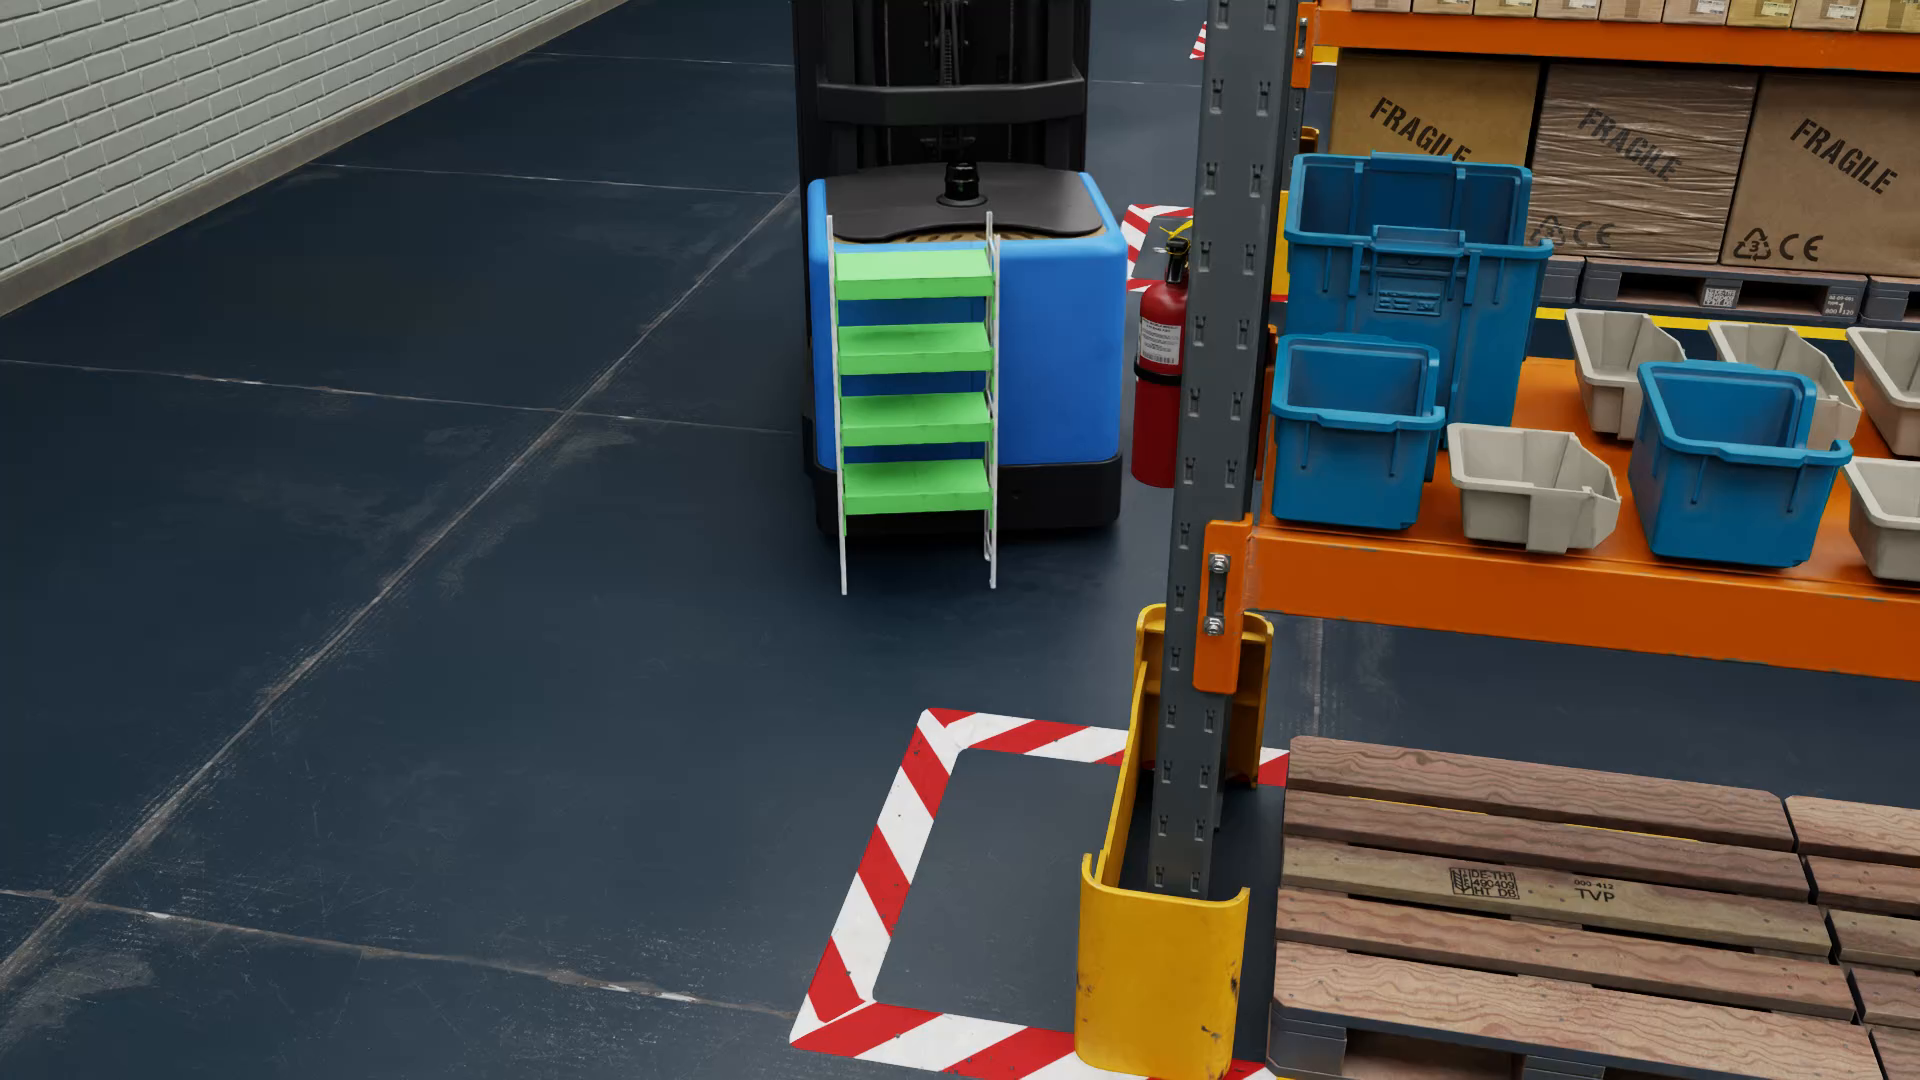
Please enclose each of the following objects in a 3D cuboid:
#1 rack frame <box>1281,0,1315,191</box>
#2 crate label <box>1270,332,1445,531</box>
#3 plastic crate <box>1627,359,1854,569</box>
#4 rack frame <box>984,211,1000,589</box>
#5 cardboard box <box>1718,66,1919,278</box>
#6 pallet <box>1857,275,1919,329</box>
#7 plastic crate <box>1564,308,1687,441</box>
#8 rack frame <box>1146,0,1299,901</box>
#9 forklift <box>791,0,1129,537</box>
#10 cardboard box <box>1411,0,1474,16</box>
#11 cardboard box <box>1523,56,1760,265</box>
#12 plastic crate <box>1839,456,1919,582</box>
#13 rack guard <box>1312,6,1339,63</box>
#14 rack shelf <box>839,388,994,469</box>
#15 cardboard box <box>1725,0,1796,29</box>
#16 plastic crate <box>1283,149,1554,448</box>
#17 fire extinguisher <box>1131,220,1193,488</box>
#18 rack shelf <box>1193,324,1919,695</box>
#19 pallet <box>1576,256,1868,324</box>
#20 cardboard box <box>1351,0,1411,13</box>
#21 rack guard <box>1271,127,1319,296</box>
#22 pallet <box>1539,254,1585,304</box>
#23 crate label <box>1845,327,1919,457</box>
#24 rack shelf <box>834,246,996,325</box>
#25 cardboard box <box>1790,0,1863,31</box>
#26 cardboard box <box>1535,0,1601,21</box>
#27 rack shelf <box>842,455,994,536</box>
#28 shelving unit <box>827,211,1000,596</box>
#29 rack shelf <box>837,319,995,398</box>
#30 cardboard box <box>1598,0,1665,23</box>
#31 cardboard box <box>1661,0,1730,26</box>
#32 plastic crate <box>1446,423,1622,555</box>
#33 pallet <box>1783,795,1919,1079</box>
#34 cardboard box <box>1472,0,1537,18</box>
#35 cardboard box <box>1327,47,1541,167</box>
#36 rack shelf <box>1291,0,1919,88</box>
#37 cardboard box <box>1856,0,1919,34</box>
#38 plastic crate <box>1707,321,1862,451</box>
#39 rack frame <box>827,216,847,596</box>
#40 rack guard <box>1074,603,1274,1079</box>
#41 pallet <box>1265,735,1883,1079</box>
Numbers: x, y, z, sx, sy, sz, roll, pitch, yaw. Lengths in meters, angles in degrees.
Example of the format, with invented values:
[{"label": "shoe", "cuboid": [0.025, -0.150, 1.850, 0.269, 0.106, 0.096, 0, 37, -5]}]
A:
[{"label": "rack frame", "cuboid": [1.592, -2.753, 7.654, 0.127, 3.000, 1.000, 6, 29, 11]}, {"label": "crate label", "cuboid": [0.730, -0.200, 3.104, 0.303, 0.233, 0.416, 6, 29, 11]}, {"label": "plastic crate", "cuboid": [1.374, -0.134, 2.983, 0.300, 0.233, 0.416, 6, 29, 11]}, {"label": "rack frame", "cuboid": [0.100, -0.422, 5.271, 0.015, 1.200, 0.240, -2, 29, -4]}, {"label": "cardboard box", "cuboid": [3.995, -1.798, 7.686, 0.875, 0.875, 0.875, 6, 29, 11]}, {"label": "pallet", "cuboid": [4.776, -1.241, 7.798, 1.213, 0.211, 1.003, 6, 29, 11]}, {"label": "plastic crate", "cuboid": [1.393, -0.341, 3.461, 0.243, 0.136, 0.396, 6, 29, 11]}, {"label": "rack frame", "cuboid": [0.558, -0.427, 3.406, 0.127, 3.000, 1.000, 6, 29, 11]}, {"label": "forklift", "cuboid": [-0.091, -1.975, 6.305, 1.130, 2.935, 3.031, -2, 29, -4]}, {"label": "cardboard box", "cuboid": [2.121, -2.427, 7.321, 0.250, 0.149, 0.380, 5, 29, 10]}, {"label": "cardboard box", "cuboid": [3.124, -1.887, 7.849, 0.875, 0.875, 0.875, 6, 29, 11]}, {"label": "plastic crate", "cuboid": [1.690, -0.019, 2.873, 0.298, 0.136, 0.250, 6, 29, 11]}, {"label": "rack guard", "cuboid": [2.801, -3.968, 12.477, 0.348, 0.500, 1.175, 6, 29, 11]}, {"label": "rack shelf", "cuboid": [-0.143, -0.356, 5.283, 0.480, 0.148, 0.258, -2, 29, -4]}, {"label": "cardboard box", "cuboid": [3.375, -2.298, 7.086, 0.250, 0.149, 0.380, 5, 29, 9]}, {"label": "plastic crate", "cuboid": [0.924, -0.523, 3.482, 0.499, 0.435, 0.616, 6, 29, 11]}, {"label": "fire extinguisher", "cuboid": [0.505, -0.458, 3.931, 0.183, 0.674, 0.296, 6, 29, 11]}, {"label": "rack shelf", "cuboid": [2.513, 0.089, 3.212, 4.000, 0.370, 1.077, 6, 29, 11]}, {"label": "pallet", "cuboid": [3.580, -1.363, 8.019, 1.213, 0.211, 1.003, 6, 29, 11]}, {"label": "cardboard box", "cuboid": [1.870, -2.452, 7.367, 0.250, 0.149, 0.380, 6, 29, 11]}, {"label": "rack guard", "cuboid": [1.568, -1.659, 8.259, 0.348, 0.500, 1.175, 6, 29, 11]}, {"label": "pallet", "cuboid": [2.390, -1.486, 8.245, 1.213, 0.211, 1.003, 6, 29, 11]}, {"label": "crate label", "cuboid": [1.951, -0.288, 3.365, 0.243, 0.136, 0.396, 6, 29, 11]}, {"label": "rack shelf", "cuboid": [-0.143, -0.777, 5.052, 0.480, 0.148, 0.258, -2, 29, -4]}, {"label": "cardboard box", "cuboid": [3.632, -2.273, 7.040, 0.250, 0.149, 0.380, 6, 29, 11]}, {"label": "cardboard box", "cuboid": [2.627, -2.376, 7.228, 0.250, 0.149, 0.380, 5, 29, 10]}, {"label": "rack shelf", "cuboid": [-0.143, -0.146, 5.399, 0.480, 0.148, 0.258, -2, 29, -4]}, {"label": "shelving unit", "cuboid": [-0.143, -0.412, 5.253, 0.503, 1.200, 0.258, -2, 29, -4]}, {"label": "rack shelf", "cuboid": [-0.143, -0.566, 5.168, 0.480, 0.148, 0.258, -2, 29, -4]}, {"label": "cardboard box", "cuboid": [2.875, -2.350, 7.180, 0.250, 0.149, 0.380, 5, 29, 10]}, {"label": "cardboard box", "cuboid": [3.128, -2.324, 7.133, 0.250, 0.149, 0.380, 6, 29, 10]}, {"label": "plastic crate", "cuboid": [1.027, -0.087, 2.997, 0.298, 0.136, 0.250, 6, 29, 11]}, {"label": "pallet", "cuboid": [2.545, 1.021, 3.666, 1.213, 0.211, 1.003, 6, 29, 11]}, {"label": "cardboard box", "cuboid": [2.372, -2.401, 7.274, 0.250, 0.149, 0.380, 5, 29, 9]}, {"label": "cardboard box", "cuboid": [2.234, -1.978, 8.015, 0.875, 0.875, 0.875, 6, 29, 11]}, {"label": "rack shelf", "cuboid": [3.548, -2.237, 7.461, 4.000, 0.370, 1.077, 6, 29, 11]}, {"label": "cardboard box", "cuboid": [3.880, -2.247, 6.992, 0.250, 0.149, 0.380, 5, 29, 10]}, {"label": "plastic crate", "cuboid": [1.673, -0.305, 3.395, 0.243, 0.136, 0.396, 6, 29, 11]}, {"label": "rack frame", "cuboid": [-0.386, -0.402, 5.234, 0.015, 1.200, 0.240, -2, 29, -4]}, {"label": "rack guard", "cuboid": [0.531, 0.673, 3.999, 0.348, 0.500, 1.175, 6, 29, 11]}, {"label": "pallet", "cuboid": [1.356, 0.897, 3.891, 1.213, 0.211, 1.003, 6, 29, 11]}]
